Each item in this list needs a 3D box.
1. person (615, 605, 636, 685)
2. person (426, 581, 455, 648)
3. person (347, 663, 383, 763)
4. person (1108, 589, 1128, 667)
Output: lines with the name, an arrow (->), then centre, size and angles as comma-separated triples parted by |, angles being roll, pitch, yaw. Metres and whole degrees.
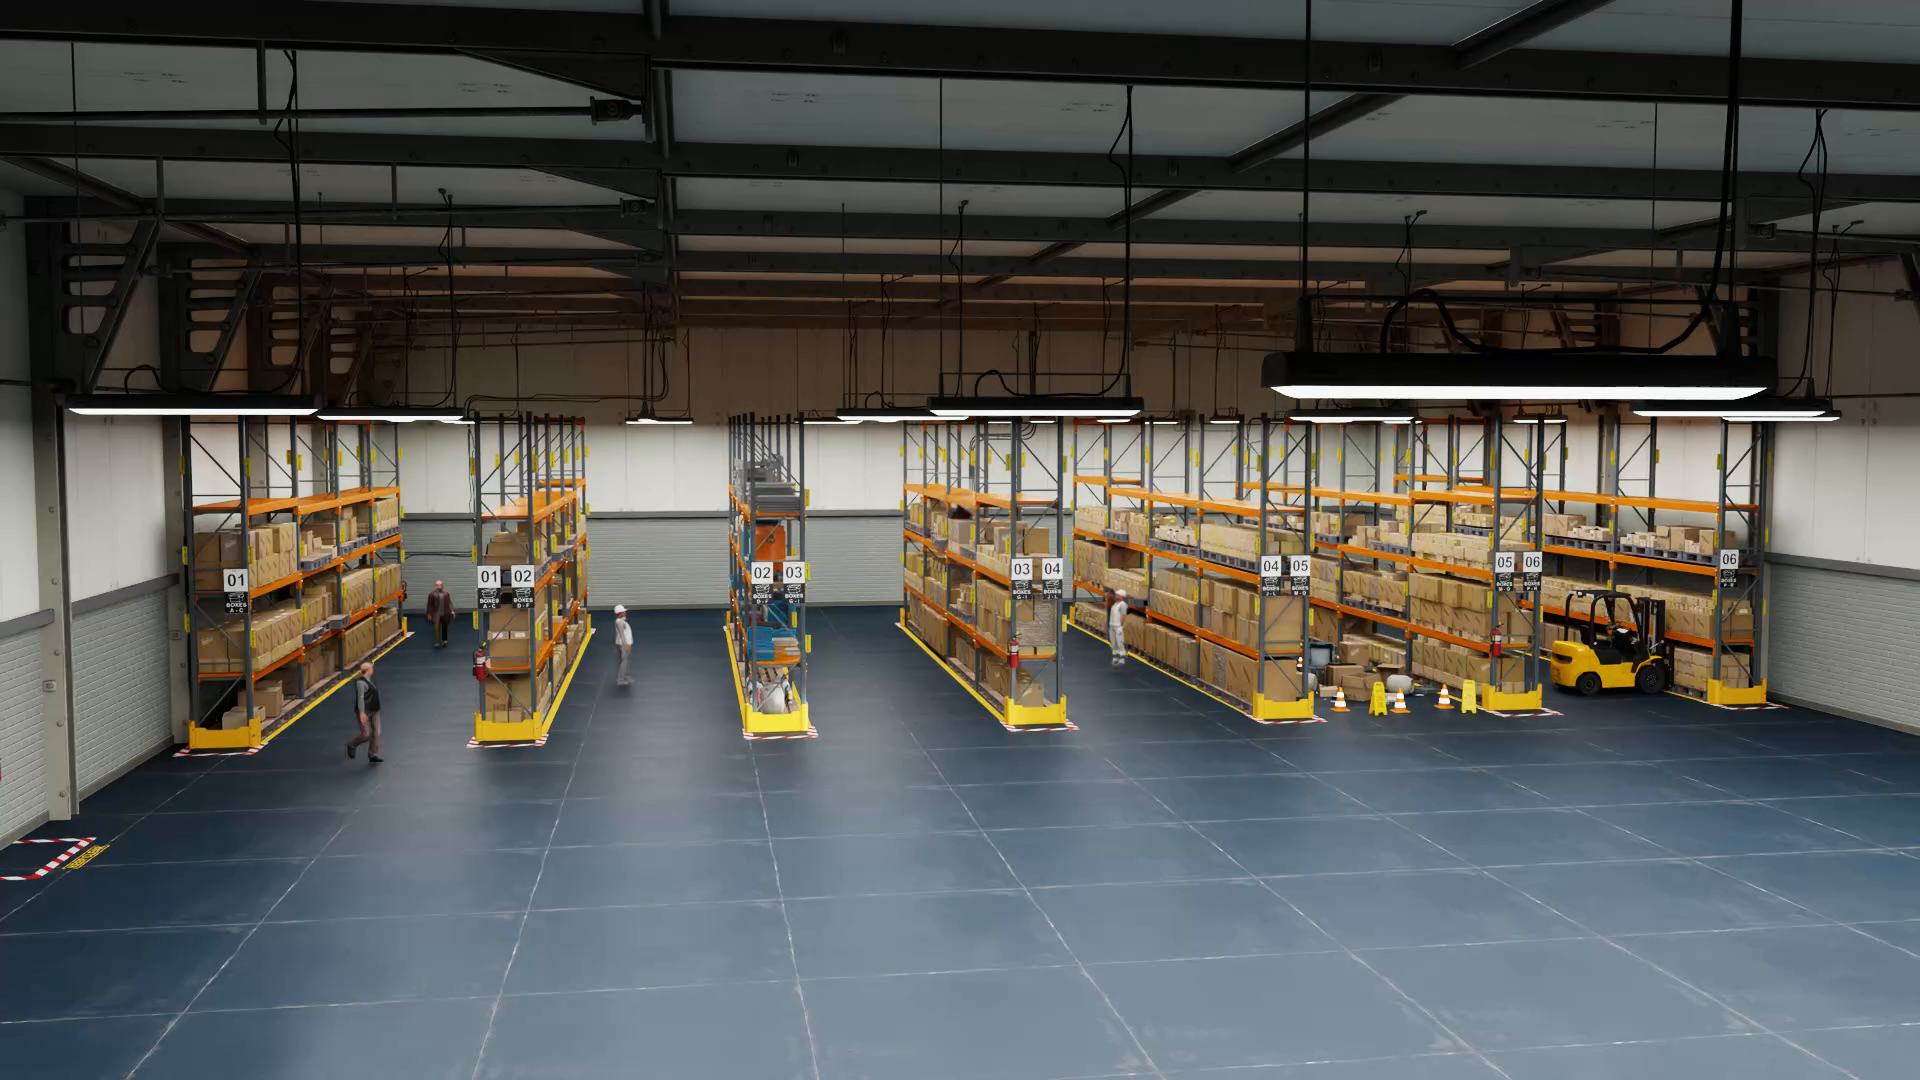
person -> -7.441, 2.331, 37.029 | 0.556, 1.775, 0.548 | -2, 5, -31
person -> -13.454, 1.918, 43.080 | 0.726, 1.727, 1.123 | -1, 4, -17
person -> -10.130, 2.936, 28.304 | 0.622, 1.702, 0.527 | 2, 4, 27
person -> 3.653, 2.048, 38.872 | 0.494, 1.781, 0.568 | -3, 5, -35
